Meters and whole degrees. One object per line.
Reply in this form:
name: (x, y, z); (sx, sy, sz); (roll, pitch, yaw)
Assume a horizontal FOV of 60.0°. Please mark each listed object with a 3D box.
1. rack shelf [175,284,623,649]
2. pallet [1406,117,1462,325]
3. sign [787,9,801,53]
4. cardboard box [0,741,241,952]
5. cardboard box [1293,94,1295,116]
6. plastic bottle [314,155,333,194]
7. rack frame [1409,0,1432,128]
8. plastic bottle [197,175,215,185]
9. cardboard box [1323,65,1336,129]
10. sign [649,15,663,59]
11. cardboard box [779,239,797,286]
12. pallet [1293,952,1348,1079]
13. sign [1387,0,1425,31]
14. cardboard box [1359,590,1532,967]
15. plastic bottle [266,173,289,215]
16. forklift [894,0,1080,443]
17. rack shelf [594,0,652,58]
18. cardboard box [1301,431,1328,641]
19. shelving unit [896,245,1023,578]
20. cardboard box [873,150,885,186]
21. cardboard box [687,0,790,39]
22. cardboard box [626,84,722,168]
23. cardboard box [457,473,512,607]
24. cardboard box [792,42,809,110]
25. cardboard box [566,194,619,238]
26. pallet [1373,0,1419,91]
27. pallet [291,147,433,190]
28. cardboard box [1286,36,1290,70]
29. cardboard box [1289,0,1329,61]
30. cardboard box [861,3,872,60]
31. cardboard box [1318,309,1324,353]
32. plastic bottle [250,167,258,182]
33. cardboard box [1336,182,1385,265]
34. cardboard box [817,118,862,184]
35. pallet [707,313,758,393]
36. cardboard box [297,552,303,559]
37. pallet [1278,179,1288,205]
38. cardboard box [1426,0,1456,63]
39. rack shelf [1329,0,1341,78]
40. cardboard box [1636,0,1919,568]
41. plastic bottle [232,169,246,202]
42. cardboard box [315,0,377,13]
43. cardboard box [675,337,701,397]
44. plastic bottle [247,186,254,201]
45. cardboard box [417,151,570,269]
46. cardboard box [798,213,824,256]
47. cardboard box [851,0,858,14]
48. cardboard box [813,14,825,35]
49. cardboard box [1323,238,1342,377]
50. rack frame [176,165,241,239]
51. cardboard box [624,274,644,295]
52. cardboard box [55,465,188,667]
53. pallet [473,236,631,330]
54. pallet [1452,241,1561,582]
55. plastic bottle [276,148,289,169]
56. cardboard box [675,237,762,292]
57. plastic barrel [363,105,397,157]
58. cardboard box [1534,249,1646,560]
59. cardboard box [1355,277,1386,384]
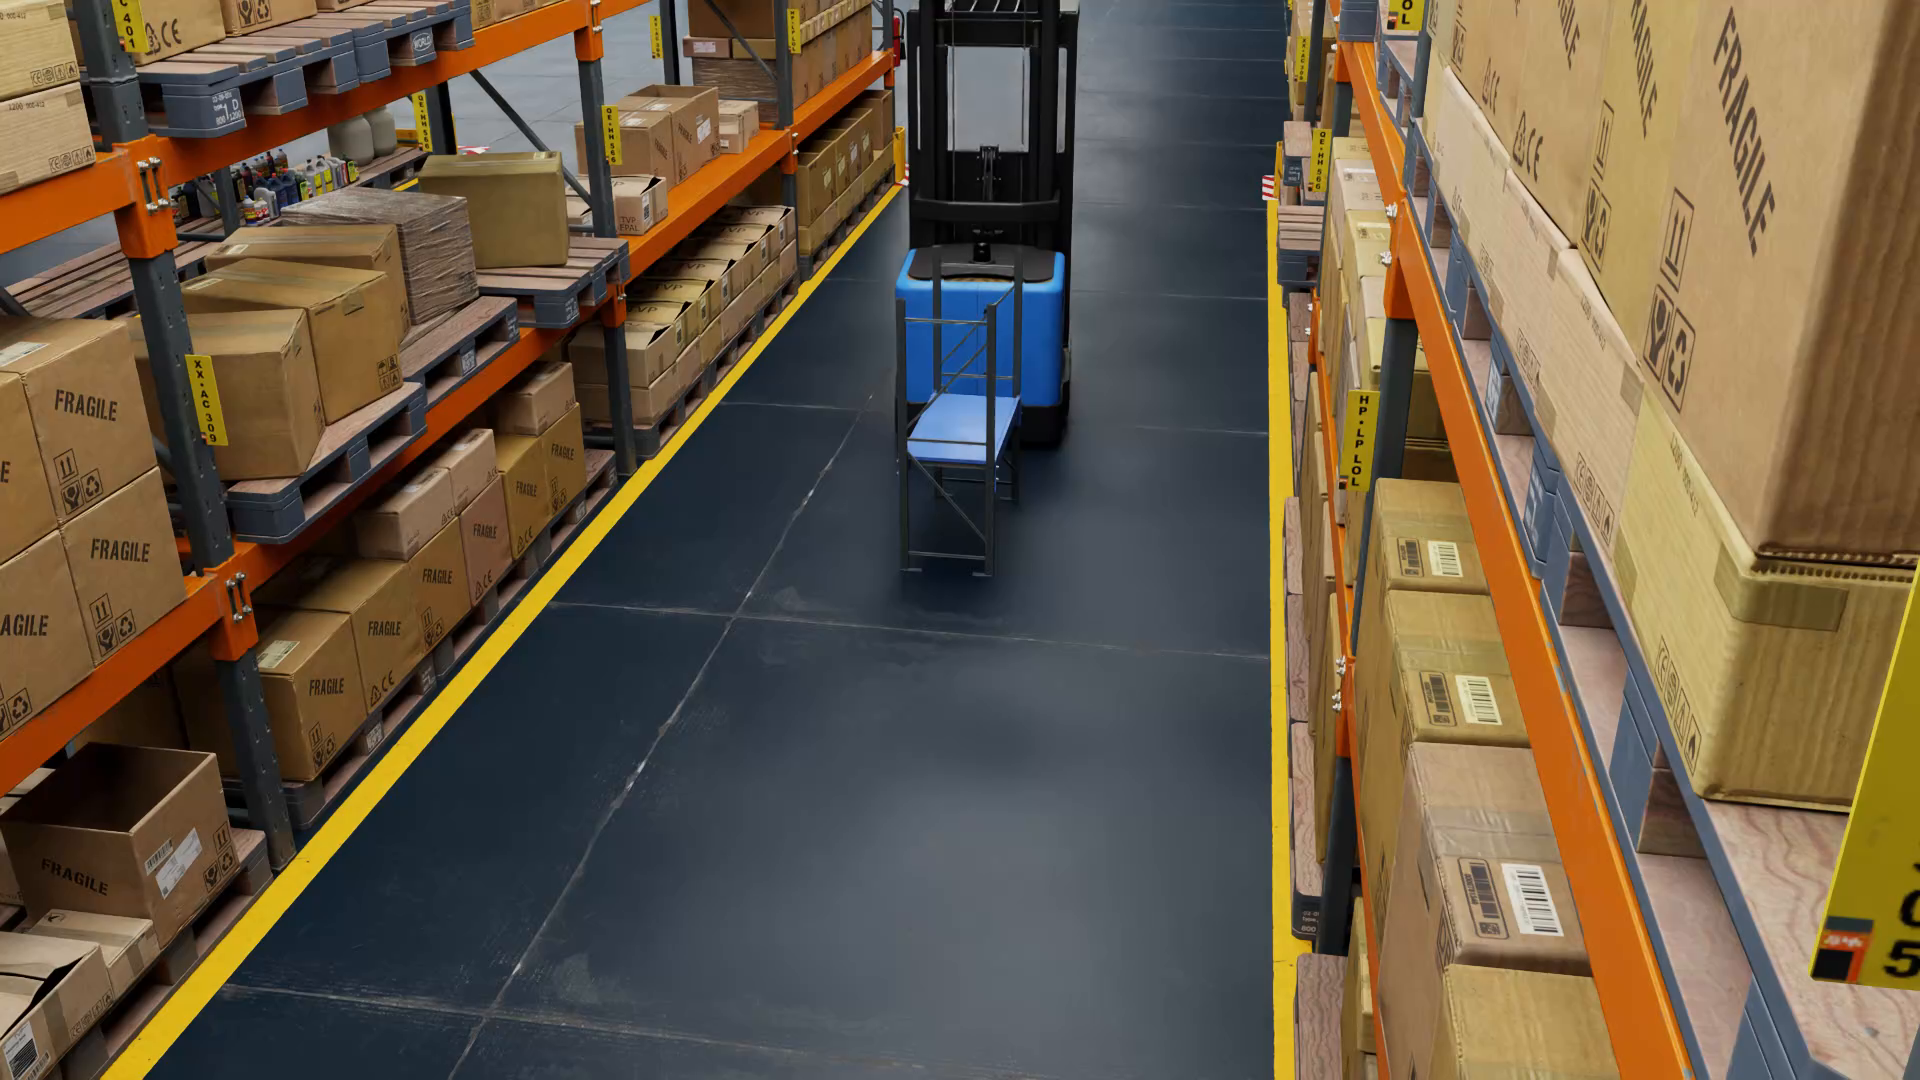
rack shelf: (-2.801, -0.632, 7.910); (1.077, 0.370, 4.000); (4, 25, 9)
pallet: (1.616, -0.756, 3.893); (1.003, 0.211, 1.213); (4, 25, 9)
sign: (-1.283, -3.922, 12.818); (0.100, 0.325, 0.005); (4, 25, 9)
cardboard box: (-2.941, 1.070, 5.856); (0.500, 0.500, 0.500); (4, 25, 9)
cardboard box: (2.936, -3.493, 13.328); (0.500, 0.250, 0.500); (4, 25, 9)
plastic bottle: (-6.034, -3.454, 15.697); (0.144, 0.351, 0.185); (5, 26, 11)
rack frame: (1.760, -2.496, 3.968); (1.000, 3.000, 0.127); (4, 25, 9)
plastic bottle: (-6.854, -3.181, 15.112); (0.144, 0.351, 0.185); (3, 25, 6)
cardboard box: (2.852, -2.926, 11.326); (0.700, 0.500, 0.500); (7, 26, 14)
sign: (-2.368, -3.933, 12.999); (0.100, 0.325, 0.005); (4, 25, 9)
cardboard box: (-1.602, -2.218, 13.199); (0.500, 0.250, 0.500); (4, 25, 8)
pallet: (1.559, 1.796, 5.163); (1.003, 0.211, 1.213); (4, 25, 9)
sign: (1.223, -1.548, 4.499); (0.100, 0.325, 0.005); (4, 25, 9)
cardboard box: (1.531, 0.616, 4.043); (0.980, 0.700, 0.700); (3, 25, 7)
plastic bottle: (-6.165, -3.120, 14.983); (0.144, 0.351, 0.185); (5, 25, 10)
forklift: (0.224, -2.524, 11.184); (1.130, 2.935, 3.031); (2, 25, 4)
rack shelf: (-2.147, -3.663, 10.848); (1.077, 0.370, 4.000); (4, 25, 9)
cardboard box: (2.015, -0.004, 7.761); (0.750, 0.750, 0.750); (4, 25, 8)
shelving unit: (0.014, -0.715, 9.008); (0.538, 1.500, 1.048); (4, 25, 9)
cardboard box: (-1.032, -3.630, 16.215); (0.500, 0.250, 0.500); (4, 25, 9)
cardboard box: (-1.754, -4.286, 13.219); (0.700, 0.500, 0.500); (4, 25, 9)
cardboard box: (-2.048, -2.972, 11.942); (0.500, 0.500, 0.500); (6, 26, 12)
cardboard box: (-2.560, -0.017, 8.178); (0.500, 0.500, 0.500); (3, 25, 7)
cardboard box: (-1.674, -3.919, 13.967); (0.700, 0.500, 0.500); (4, 25, 8)
cardboard box: (-2.371, -1.903, 9.881); (0.500, 0.311, 0.500); (6, 26, 12)
pallet: (2.181, -1.984, 6.635); (1.003, 0.211, 1.213); (5, 26, 11)
pallet: (-6.157, -3.847, 17.220); (1.003, 0.211, 1.213); (4, 25, 9)
cardboard box: (3.328, -4.557, 15.601); (0.500, 0.250, 0.500); (3, 25, 7)
cardboard box: (3.165, -4.478, 14.548); (0.500, 0.500, 0.500); (3, 25, 7)
cardboard box: (-1.255, -4.991, 16.256); (0.700, 0.500, 0.500); (4, 25, 9)
cardboard box: (1.955, -1.016, 8.154); (0.380, 0.149, 0.250); (5, 26, 10)
plastic bottle: (-6.745, -3.453, 15.871); (0.097, 0.201, 0.097); (0, 25, 0)
cardboard box: (1.920, -1.375, 7.272); (0.500, 0.250, 0.500); (4, 25, 9)
cardboard box: (-1.192, -3.551, 15.162); (0.500, 0.500, 0.500); (4, 25, 9)
pallet: (-2.099, -1.381, 11.952); (1.003, 0.211, 1.213); (4, 25, 9)
cardboard box: (-3.158, 0.170, 7.778); (0.500, 0.500, 0.500); (4, 25, 9)
pallet: (3.541, -3.166, 15.765); (1.003, 0.211, 1.213); (4, 25, 9)
cardboard box: (1.367, -1.366, 3.771); (0.500, 0.500, 0.500); (4, 25, 8)
rack shelf: (2.741, -3.321, 10.118); (1.077, 0.370, 4.000); (4, 25, 9)
cardboard box: (0.957, -0.297, 1.487); (0.500, 0.500, 0.500); (4, 25, 8)
plastic bottle: (-6.696, -3.289, 15.423); (0.061, 0.283, 0.133); (4, 25, 9)
cardboard box: (-2.757, -2.524, 6.834); (0.600, 0.600, 0.600); (3, 25, 6)
cardboard box: (-2.017, -1.148, 10.912); (0.500, 0.250, 0.500); (3, 25, 7)
plastic bottle: (-6.301, -3.028, 14.865); (0.061, 0.283, 0.133); (4, 25, 9)
cardboard box: (-2.466, -1.758, 8.854); (0.700, 0.500, 0.500); (-4, 25, -9)
cardboard box: (-1.445, -2.585, 13.981); (0.500, 0.250, 0.500); (4, 25, 9)
cardboard box: (-1.167, -4.984, 15.477); (0.380, 0.149, 0.250); (4, 25, 9)
cardboard box: (-1.379, -4.444, 14.323); (0.380, 0.149, 0.250); (3, 25, 7)
cardboard box: (1.905, -1.030, 7.420); (0.500, 0.500, 0.500); (4, 25, 8)
rack frame: (-6.706, -3.812, 13.855); (1.000, 3.000, 0.127); (4, 25, 9)
cardboard box: (-2.467, -1.658, 11.339); (0.500, 0.311, 0.500); (4, 25, 8)
cardboard box: (-2.956, 0.061, 5.464); (0.500, 0.500, 0.500); (4, 25, 9)
pallet: (-2.515, -1.419, 8.969); (1.213, 0.211, 1.003); (4, 25, 9)
pallet: (1.414, -0.247, 2.807); (1.003, 0.211, 1.213); (4, 25, 9)
plastic bottle: (-6.656, -3.711, 16.340); (0.097, 0.271, 0.097); (0, 25, 0)
cardboard box: (-1.766, -2.050, 12.177); (0.500, 0.311, 0.500); (4, 25, 8)
plastic barrel: (-6.085, -4.267, 17.268); (0.421, 0.512, 0.421); (0, 25, 0)
cardboard box: (1.048, -0.175, 2.111); (0.500, 0.250, 0.500); (3, 25, 7)
cardboard box: (1.677, -0.734, 5.903); (0.500, 0.250, 0.500); (5, 25, 10)
